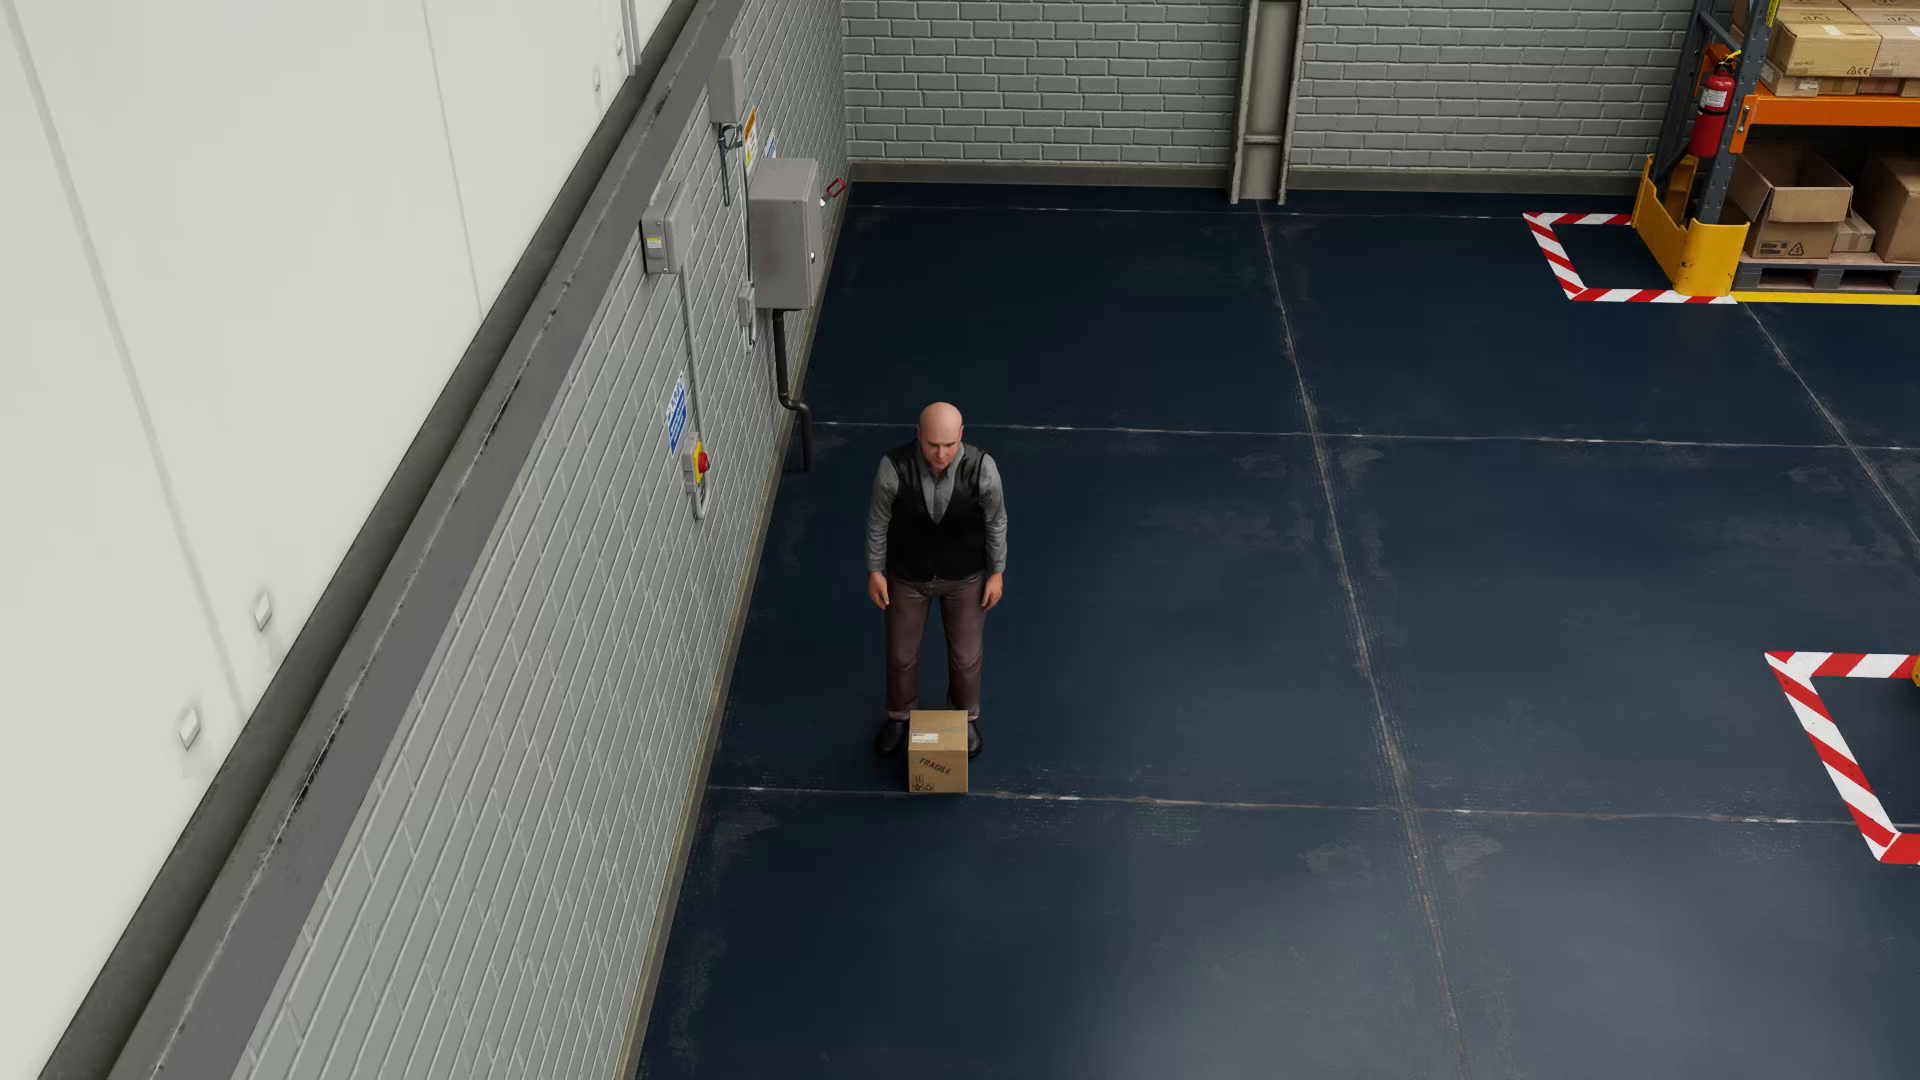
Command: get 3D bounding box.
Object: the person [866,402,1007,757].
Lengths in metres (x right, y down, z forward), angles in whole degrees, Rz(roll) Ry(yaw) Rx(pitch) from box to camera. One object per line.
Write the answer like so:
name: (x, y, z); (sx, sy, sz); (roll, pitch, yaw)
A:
person: (-0.097, 0.143, 6.937); (0.581, 1.720, 0.420); (0, 35, 0)
